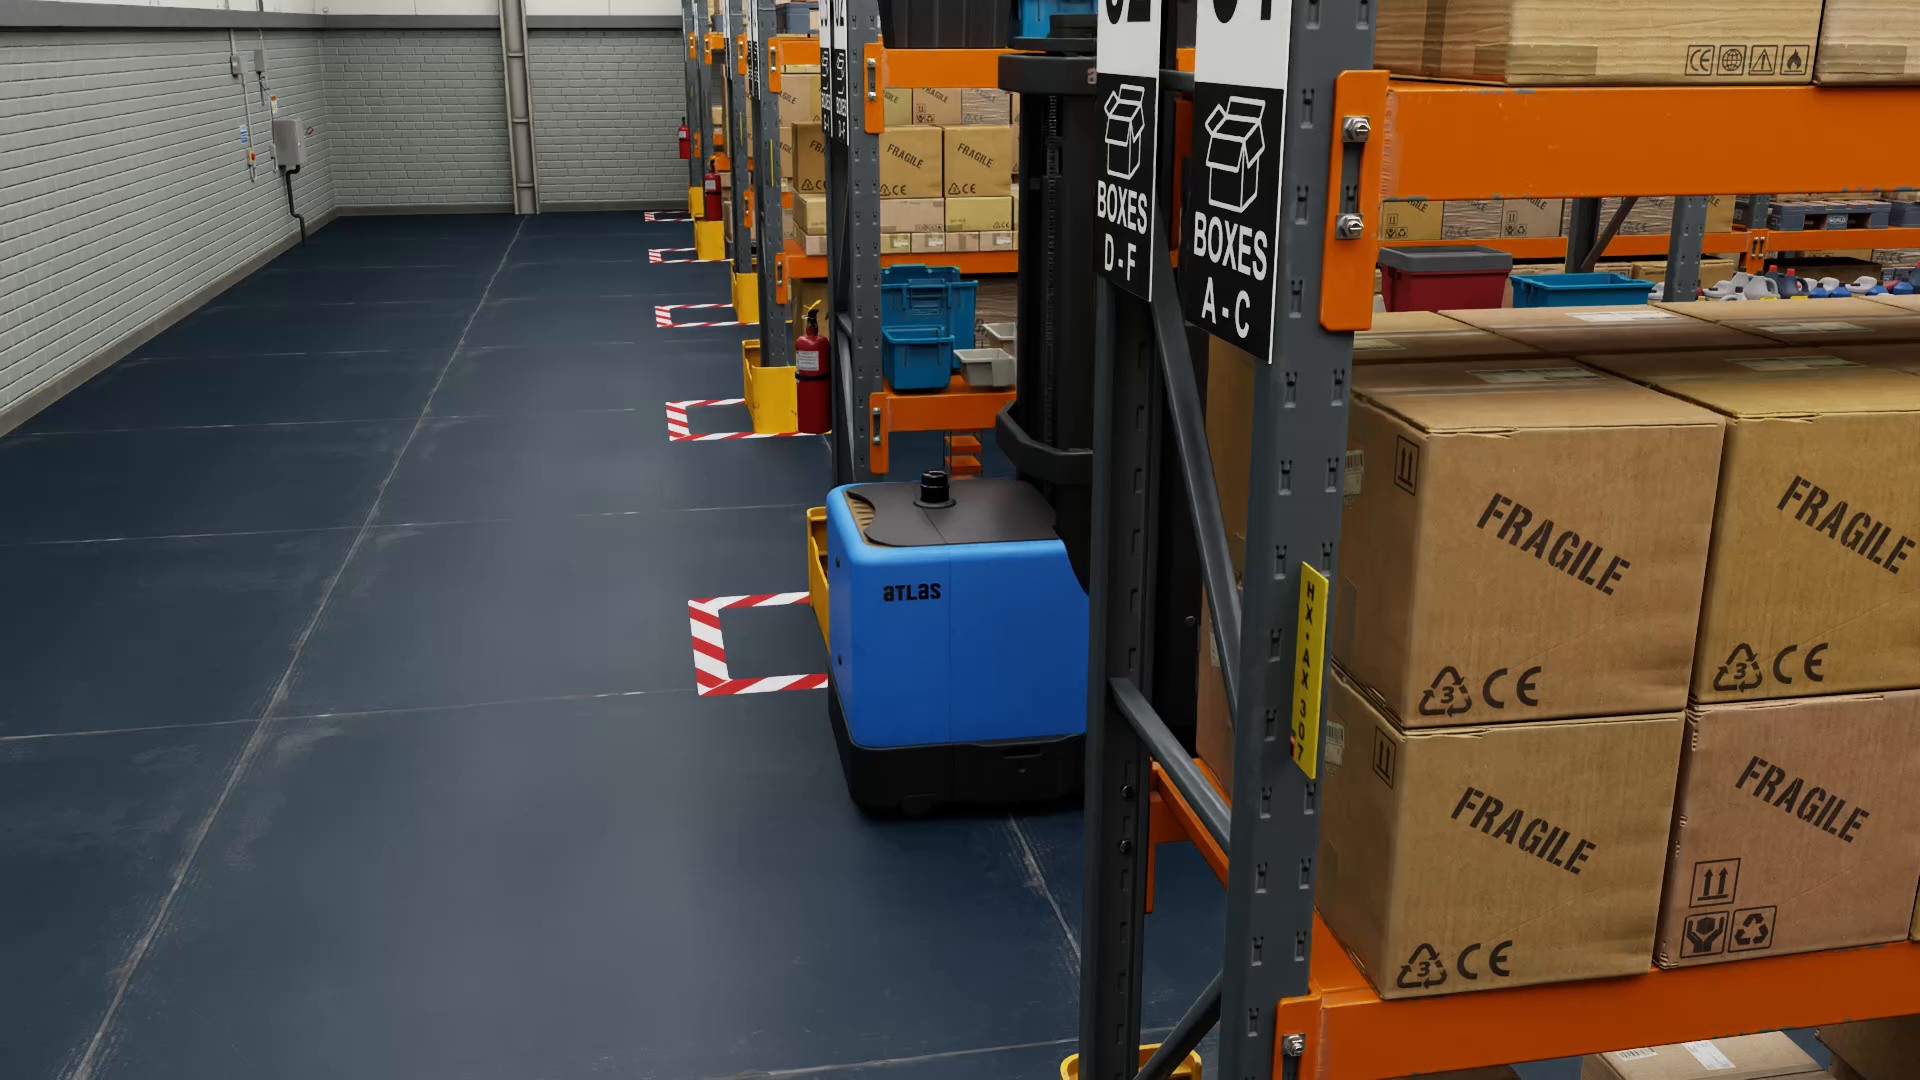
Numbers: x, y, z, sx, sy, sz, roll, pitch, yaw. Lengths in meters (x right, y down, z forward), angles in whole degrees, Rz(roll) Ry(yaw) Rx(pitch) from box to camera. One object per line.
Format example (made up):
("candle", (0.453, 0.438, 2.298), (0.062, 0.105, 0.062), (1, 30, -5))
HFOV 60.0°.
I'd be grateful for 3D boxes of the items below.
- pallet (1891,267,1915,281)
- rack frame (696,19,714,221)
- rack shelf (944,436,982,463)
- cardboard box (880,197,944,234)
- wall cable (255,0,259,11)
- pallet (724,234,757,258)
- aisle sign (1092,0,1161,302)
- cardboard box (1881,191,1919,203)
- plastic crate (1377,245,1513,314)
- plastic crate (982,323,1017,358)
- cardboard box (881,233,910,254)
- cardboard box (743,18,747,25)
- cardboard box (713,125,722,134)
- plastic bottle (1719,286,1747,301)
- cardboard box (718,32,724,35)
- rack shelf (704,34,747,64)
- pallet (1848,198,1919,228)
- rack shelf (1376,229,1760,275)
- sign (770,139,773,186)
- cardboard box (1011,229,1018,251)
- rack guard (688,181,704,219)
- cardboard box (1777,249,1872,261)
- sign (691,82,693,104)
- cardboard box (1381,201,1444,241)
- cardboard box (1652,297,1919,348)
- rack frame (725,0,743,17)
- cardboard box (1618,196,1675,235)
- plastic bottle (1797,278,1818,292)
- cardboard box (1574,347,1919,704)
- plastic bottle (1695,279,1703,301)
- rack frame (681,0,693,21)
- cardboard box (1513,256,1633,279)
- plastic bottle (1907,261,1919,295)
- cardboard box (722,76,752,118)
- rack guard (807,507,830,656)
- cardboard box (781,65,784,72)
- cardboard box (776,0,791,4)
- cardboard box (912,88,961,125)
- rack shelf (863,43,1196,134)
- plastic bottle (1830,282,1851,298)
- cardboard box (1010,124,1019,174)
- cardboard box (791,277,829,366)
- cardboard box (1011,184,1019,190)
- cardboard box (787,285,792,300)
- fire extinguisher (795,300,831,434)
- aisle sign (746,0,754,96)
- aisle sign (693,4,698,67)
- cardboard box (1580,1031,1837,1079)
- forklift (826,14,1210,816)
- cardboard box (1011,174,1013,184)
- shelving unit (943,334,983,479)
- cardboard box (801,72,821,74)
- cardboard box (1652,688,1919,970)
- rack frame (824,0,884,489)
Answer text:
("pallet", (11.461, -3.256, 20.054), (1.213, 0.211, 1.003), (-3, 17, -10))
("rack frame", (-3.321, -5.254, 21.807), (0.127, 3.000, 1.000), (-3, 17, -10))
("rack shelf", (0.014, -0.532, 9.651), (0.180, 0.103, 0.258), (-3, 17, -10))
("cardboard box", (-0.410, -2.447, 12.419), (0.500, 0.250, 0.500), (-3, 17, -11))
("wall cable", (-8.993, -7.940, 20.337), (0.029, 3.000, 2.355), (-3, 17, -10))
("pallet", (-2.551, -3.988, 22.435), (1.213, 0.211, 1.003), (-3, 17, -10))
("aisle sign", (0.309, -0.868, 3.101), (0.004, 0.787, 0.394), (-3, 17, -10))
("cardboard box", (8.103, -2.998, 14.005), (0.500, 0.250, 0.500), (-4, 17, -12))
("plastic crate", (2.501, -1.274, 8.638), (0.583, 0.464, 0.402), (-3, 17, -10))
("plastic crate", (0.265, -0.969, 8.205), (0.243, 0.136, 0.396), (-3, 17, -10))
("cardboard box", (-0.527, -2.230, 12.392), (0.250, 0.149, 0.380), (-4, 17, -12))
("cardboard box", (-3.284, -8.169, 25.939), (0.500, 0.250, 0.500), (-3, 17, -9))
("cardboard box", (-3.892, -6.503, 26.304), (0.250, 0.149, 0.380), (-3, 17, -11))
("plastic bottle", (3.872, -1.097, 8.357), (0.185, 0.351, 0.144), (-3, 17, -10))
("cardboard box", (-3.657, -7.971, 25.974), (0.250, 0.149, 0.380), (-3, 17, -9))
("rack shelf", (-1.358, -6.455, 21.835), (4.000, 0.370, 1.077), (-3, 17, -10))
("pallet", (8.349, -2.873, 14.383), (1.213, 0.211, 1.003), (-3, 17, -10))
("rack shelf", (4.450, -2.387, 13.700), (4.000, 0.370, 1.077), (-3, 17, -10))
("sign", (-1.342, -2.688, 11.845), (0.005, 0.325, 0.100), (-3, 17, -10))
("cardboard box", (0.480, -2.287, 12.578), (0.250, 0.149, 0.380), (-4, 17, -12))
("rack guard", (-4.192, -5.494, 26.846), (0.348, 0.500, 1.175), (-3, 17, -10))
("cardboard box", (10.130, -3.701, 19.655), (0.875, 0.875, 0.875), (-3, 17, -10))
("sign", (-4.163, -6.942, 25.829), (0.005, 0.325, 0.100), (-3, 17, -10))
("cardboard box", (3.479, -2.649, 13.158), (0.500, 0.500, 0.500), (-3, 17, -10))
("cardboard box", (1.823, -0.229, 3.576), (0.500, 0.500, 0.500), (-3, 17, -9))
("rack frame", (-2.283, -6.700, 16.299), (0.127, 3.000, 1.000), (-3, 17, -10))
("cardboard box", (5.485, -2.765, 13.535), (0.500, 0.500, 0.500), (-3, 17, -11))
("plastic bottle", (4.605, -1.296, 9.134), (0.135, 0.276, 0.152), (-3, 17, -10))
("cardboard box", (1.432, -0.047, 2.981), (0.500, 0.500, 0.500), (-3, 17, -10))
("plastic bottle", (3.970, -1.277, 9.060), (0.133, 0.283, 0.061), (-3, 17, -10))
("rack frame", (-4.267, -9.552, 25.585), (0.127, 3.000, 1.000), (-3, 17, -10))
("cardboard box", (4.855, -1.948, 13.947), (0.875, 0.875, 1.225), (-3, 17, -10))
("plastic bottle", (5.348, -1.375, 9.264), (0.185, 0.351, 0.144), (-3, 17, -10))
("cardboard box", (-2.796, -5.724, 21.466), (0.500, 0.500, 0.500), (-4, 17, -12))
("rack guard", (-0.523, 0.231, 8.208), (0.348, 0.500, 1.175), (-3, 17, -10))
("cardboard box", (-2.399, -6.046, 21.409), (0.250, 0.149, 0.380), (-3, 17, -9))
("cardboard box", (-1.793, -5.383, 16.526), (0.500, 0.250, 0.500), (-3, 17, -10))
("cardboard box", (-0.283, -4.531, 17.073), (0.500, 0.500, 0.500), (-4, 17, -12))
("rack shelf", (1.462, -2.170, 7.885), (4.000, 0.370, 1.077), (-3, 17, -10))
("plastic bottle", (4.779, -1.266, 9.045), (0.097, 0.271, 0.097), (0, 17, 0))
("cardboard box", (0.713, -4.108, 17.401), (0.500, 0.500, 0.500), (-4, 17, -12))
("cardboard box", (-0.828, -1.641, 12.948), (0.875, 0.875, 0.875), (-3, 17, -10))
("cardboard box", (0.493, -2.657, 13.104), (0.500, 0.250, 0.500), (-3, 17, -10))
("cardboard box", (-1.708, -2.607, 17.331), (0.250, 0.149, 0.380), (-3, 17, -9))
("fire extinguisher", (-0.736, -0.876, 8.323), (0.183, 0.674, 0.296), (-3, 17, -10))
("aisle sign", (-1.569, -3.722, 12.393), (0.004, 0.787, 0.394), (-3, 17, -10))
("aisle sign", (-3.451, -6.582, 21.704), (0.004, 0.787, 0.394), (-3, 17, -10))
("cardboard box", (1.860, 1.418, 4.021), (0.500, 0.250, 0.500), (-3, 17, -10))
("forklift", (1.001, -0.546, 6.597), (3.031, 2.935, 1.130), (-3, 17, -10))
("cardboard box", (0.384, -3.777, 17.428), (0.250, 0.149, 0.380), (-4, 18, -13))
("shelving unit", (0.014, -0.574, 9.638), (0.189, 1.200, 0.258), (-3, 17, -10))
("cardboard box", (-1.383, -4.626, 17.383), (0.500, 0.500, 0.500), (-4, 17, -12))
("cardboard box", (1.426, 0.432, 3.125), (0.500, 0.500, 0.500), (-3, 17, -11))
("rack frame", (-0.502, -0.969, 7.857), (0.127, 3.000, 1.000), (-3, 17, -10))
